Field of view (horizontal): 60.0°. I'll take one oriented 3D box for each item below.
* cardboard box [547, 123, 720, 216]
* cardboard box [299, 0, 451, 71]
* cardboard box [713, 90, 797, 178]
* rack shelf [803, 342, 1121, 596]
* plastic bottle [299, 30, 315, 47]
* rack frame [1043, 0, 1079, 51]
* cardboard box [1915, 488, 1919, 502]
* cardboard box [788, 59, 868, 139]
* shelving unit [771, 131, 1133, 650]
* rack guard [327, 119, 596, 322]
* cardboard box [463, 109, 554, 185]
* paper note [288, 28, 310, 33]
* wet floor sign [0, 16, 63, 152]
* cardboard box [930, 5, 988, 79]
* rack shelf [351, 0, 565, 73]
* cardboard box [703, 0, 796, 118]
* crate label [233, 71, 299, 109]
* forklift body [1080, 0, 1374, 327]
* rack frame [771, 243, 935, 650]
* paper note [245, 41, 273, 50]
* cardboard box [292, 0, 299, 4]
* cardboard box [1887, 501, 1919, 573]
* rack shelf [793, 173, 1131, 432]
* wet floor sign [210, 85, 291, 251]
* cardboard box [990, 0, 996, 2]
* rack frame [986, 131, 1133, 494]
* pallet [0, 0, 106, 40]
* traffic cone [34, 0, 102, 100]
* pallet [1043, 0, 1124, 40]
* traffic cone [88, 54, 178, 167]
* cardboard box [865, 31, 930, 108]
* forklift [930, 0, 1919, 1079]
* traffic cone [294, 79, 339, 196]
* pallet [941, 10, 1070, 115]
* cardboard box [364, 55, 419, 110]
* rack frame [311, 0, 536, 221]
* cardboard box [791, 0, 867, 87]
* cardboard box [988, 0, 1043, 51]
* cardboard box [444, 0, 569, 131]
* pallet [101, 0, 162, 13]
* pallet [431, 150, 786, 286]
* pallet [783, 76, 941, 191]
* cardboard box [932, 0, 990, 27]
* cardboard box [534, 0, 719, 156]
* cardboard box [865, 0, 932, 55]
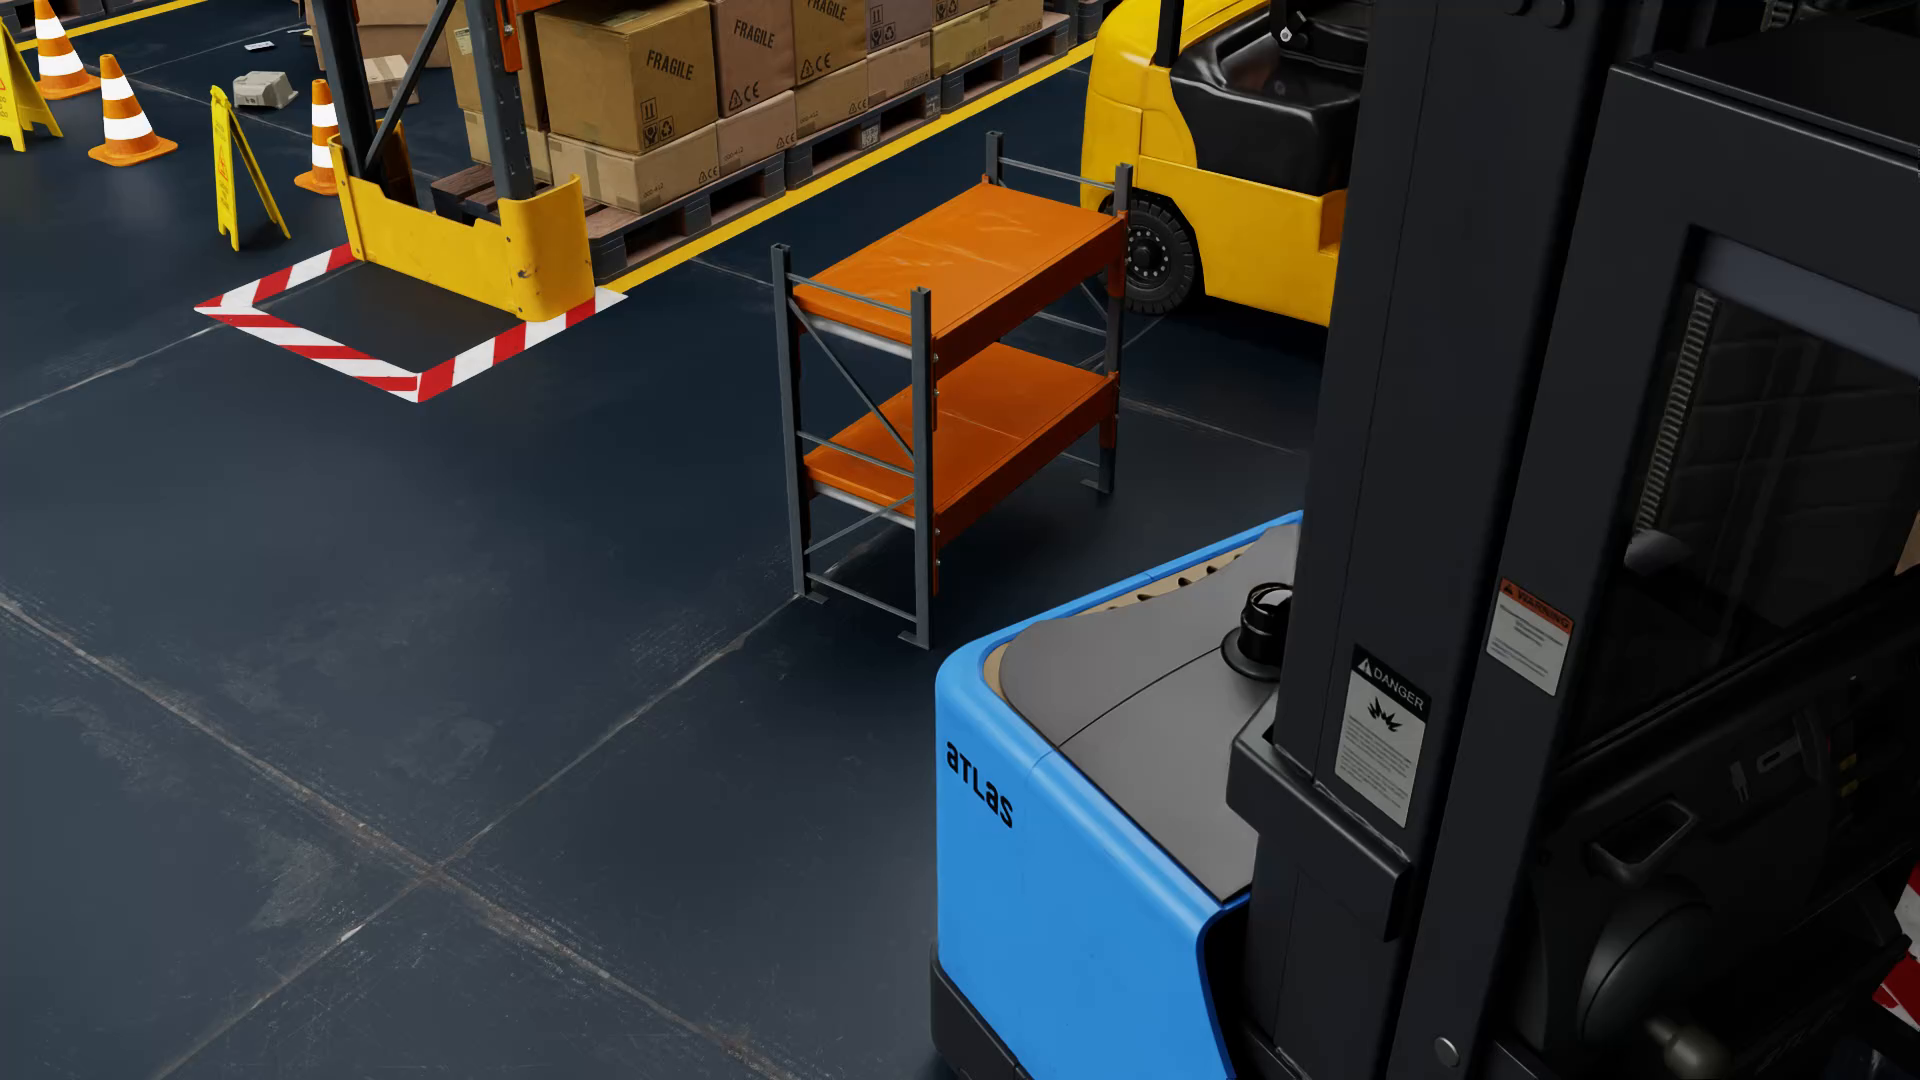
[{"bbox_3d":[-1.380,-1.629,7.060,0.500,0.250,0.500,21,39,28],"label":"cardboard box"},{"bbox_3d":[-3.145,-2.894,9.080,0.797,0.503,0.637,-3,34,-4],"label":"cardboard box"},{"bbox_3d":[-1.082,-1.861,7.404,0.500,0.250,0.500,23,40,30],"label":"cardboard box"},{"bbox_3d":[0.004,-0.267,5.076,0.538,0.278,1.000,21,39,28],"label":"rack shelf"},{"bbox_3d":[-3.616,-2.878,9.451,0.133,0.061,0.283,8,35,12],"label":"plastic bottle"},{"bbox_3d":[0.214,-4.152,8.711,1.000,3.000,0.127,21,39,28],"label":"rack frame"},{"bbox_3d":[2.443,-0.337,4.257,0.500,0.250,0.500,21,39,28],"label":"cardboard box"},{"bbox_3d":[-0.782,-2.116,7.781,0.500,0.250,0.500,24,41,31],"label":"cardboard box"},{"bbox_3d":[0.004,-0.469,4.939,0.538,1.125,1.048,21,39,28],"label":"shelving unit"},{"bbox_3d":[-2.023,-1.310,6.741,1.175,0.500,0.348,21,39,28],"label":"rack guard"},{"bbox_3d":[-1.813,-1.815,7.335,0.500,0.250,0.500,21,39,28],"label":"cardboard box"},{"bbox_3d":[-3.810,-2.937,9.584,0.123,0.001,0.032,-15,37,-21],"label":"paper note"},{"bbox_3d":[-4.581,-2.224,7.963,0.267,0.644,0.232,14,37,20],"label":"wet floor sign"},{"bbox_3d":[-0.198,-2.580,8.468,0.500,0.250,0.500,20,39,27],"label":"cardboard box"},{"bbox_3d":[-0.926,-2.933,7.552,1.077,0.370,4.000,21,39,28],"label":"rack shelf"},{"bbox_3d":[-1.072,-2.192,7.224,0.500,0.500,0.500,20,39,27],"label":"cardboard box"},{"bbox_3d":[-3.590,-2.314,8.550,0.250,0.136,0.298,3,34,4],"label":"crate label"},{"bbox_3d":[1.596,-1.831,6.037,2.313,2.155,1.214,21,39,28],"label":"forklift body"},{"bbox_3d":[-0.286,-0.235,4.594,0.500,1.125,0.032,21,39,28],"label":"rack frame"},{"bbox_3d":[-3.926,-2.775,9.327,0.142,0.017,0.144,-22,40,-29],"label":"paper note"},{"bbox_3d":[-3.952,-3.609,10.139,0.500,0.500,0.500,29,44,36],"label":"cardboard box"},{"bbox_3d":[2.452,-0.119,4.382,0.500,0.250,0.500,22,40,29],"label":"cardboard box"},{"bbox_3d":[0.004,-0.712,4.776,0.538,0.278,1.000,21,39,28],"label":"rack shelf"},{"bbox_3d":[-3.054,-1.590,7.025,0.232,0.644,0.267,-22,40,-29],"label":"wet floor sign"},{"bbox_3d":[0.097,-3.139,8.624,0.500,0.500,0.500,21,39,28],"label":"cardboard box"},{"bbox_3d":[0.294,-0.703,5.285,0.500,1.125,0.032,21,39,28],"label":"rack frame"},{"bbox_3d":[-5.799,-3.083,9.621,1.003,0.211,1.213,21,39,28],"label":"pallet"},{"bbox_3d":[-4.722,-2.585,8.660,0.336,0.463,0.334,21,39,28],"label":"traffic cone"},{"bbox_3d":[0.657,-3.355,10.023,1.003,0.211,1.213,21,39,28],"label":"pallet"},{"bbox_3d":[-3.987,-2.068,7.895,0.336,0.463,0.334,21,39,28],"label":"traffic cone"},{"bbox_3d":[-0.491,-2.348,8.124,0.500,0.250,0.500,22,40,29],"label":"cardboard box"},{"bbox_3d":[1.168,0.426,2.004,1.130,2.935,3.031,-20,39,-27],"label":"forklift"},{"bbox_3d":[-2.881,-1.870,7.602,0.336,0.463,0.334,21,39,28],"label":"traffic cone"},{"bbox_3d":[-0.140,-2.676,9.019,1.003,0.211,1.213,21,39,28],"label":"pallet"},{"bbox_3d":[-2.979,-2.378,8.633,0.250,0.149,0.380,-15,37,-21],"label":"cardboard box"},{"bbox_3d":[-2.067,-2.311,5.989,1.000,3.000,0.127,21,39,28],"label":"rack frame"},{"bbox_3d":[-0.779,-2.421,7.562,0.500,0.500,0.500,22,40,29],"label":"cardboard box"},{"bbox_3d":[0.098,-2.829,8.835,0.500,0.250,0.500,23,40,30],"label":"cardboard box"},{"bbox_3d":[-1.824,-2.108,7.100,0.500,0.500,0.500,22,40,28],"label":"cardboard box"},{"bbox_3d":[-5.103,-3.642,10.447,1.003,0.211,1.213,21,39,28],"label":"pallet"},{"bbox_3d":[-1.531,-1.553,7.358,1.003,0.211,1.213,21,39,28],"label":"pallet"},{"bbox_3d":[-0.835,-2.112,8.185,1.003,0.211,1.213,21,39,28],"label":"pallet"},{"bbox_3d":[-0.191,-2.904,8.277,0.500,0.500,0.500,22,40,29],"label":"cardboard box"},{"bbox_3d":[-1.367,-1.950,6.867,0.500,0.500,0.500,20,39,27],"label":"cardboard box"},{"bbox_3d":[-0.481,-2.669,7.930,0.500,0.500,0.500,24,41,31],"label":"cardboard box"}]
